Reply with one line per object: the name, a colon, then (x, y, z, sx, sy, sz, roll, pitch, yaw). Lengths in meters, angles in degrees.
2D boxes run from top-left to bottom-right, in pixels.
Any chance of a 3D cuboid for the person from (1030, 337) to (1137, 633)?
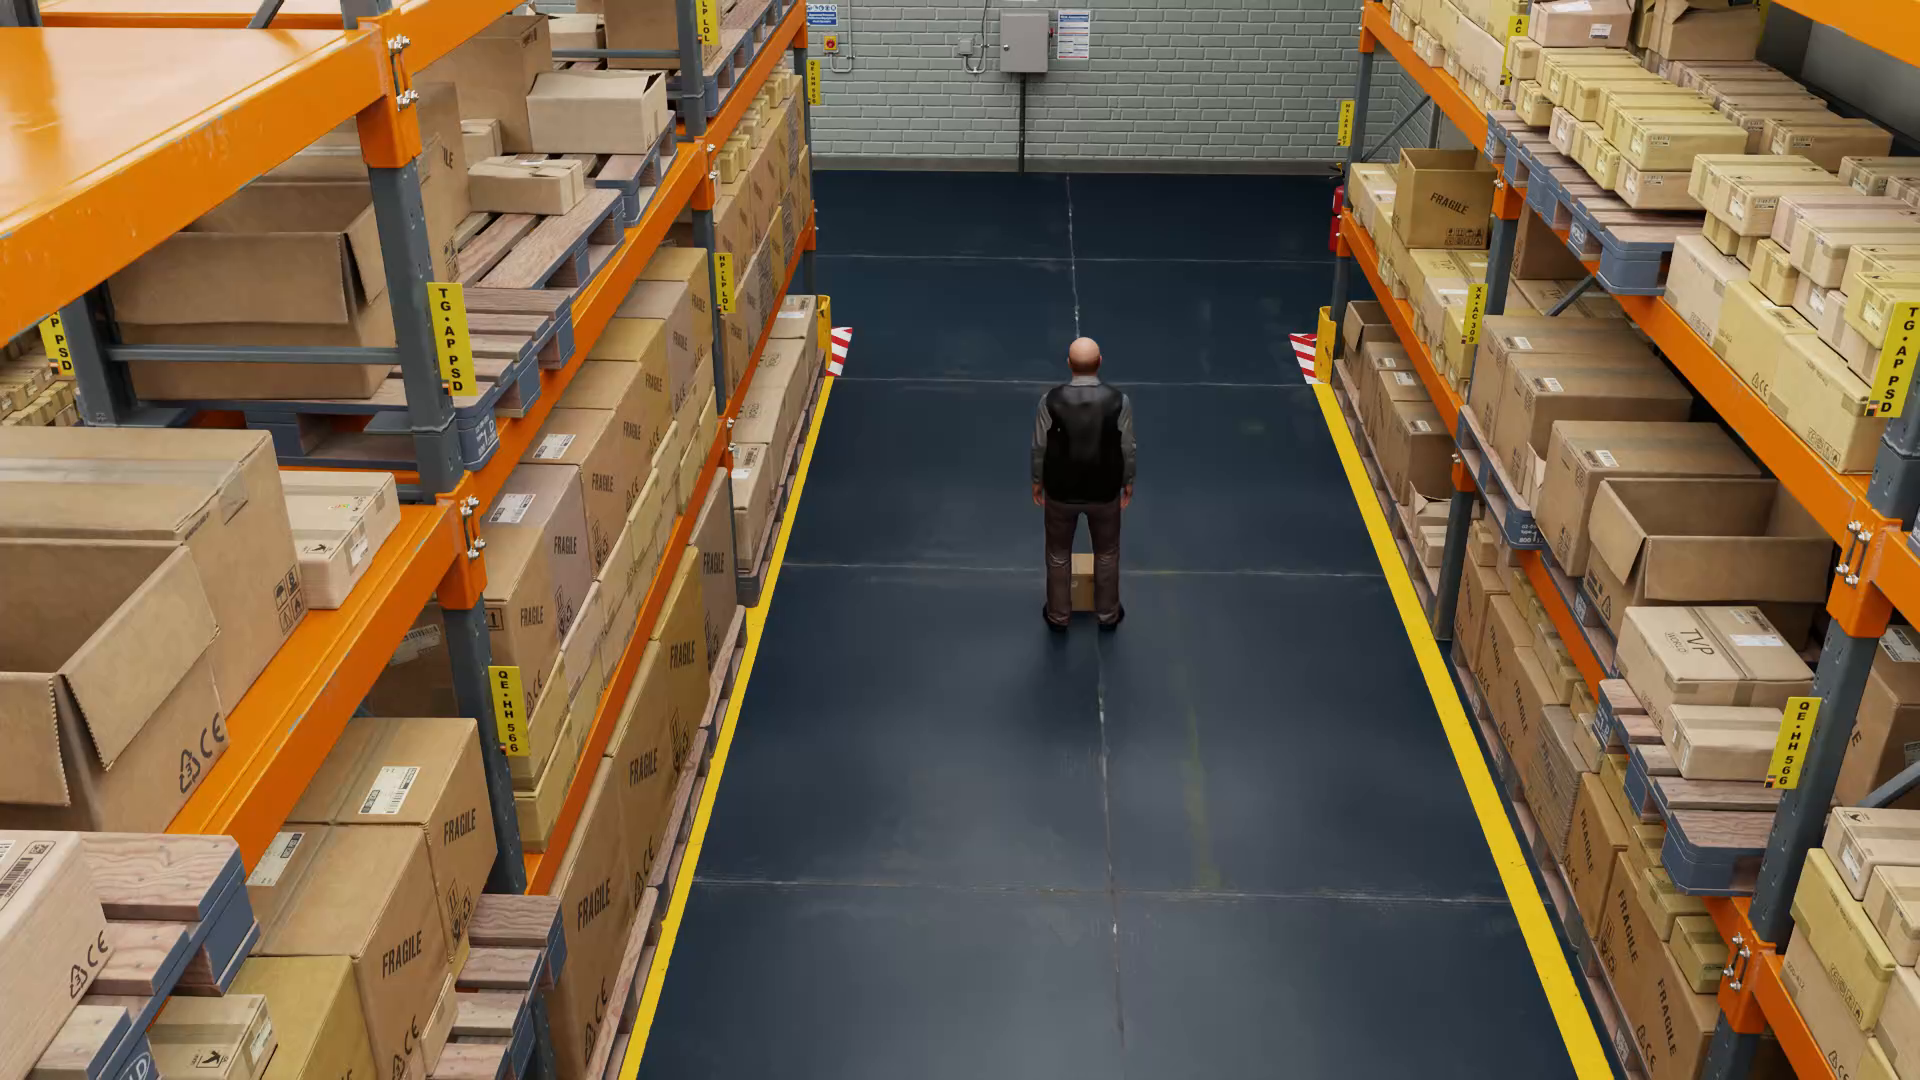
person: (0.676, -0.284, 9.185, 0.581, 1.721, 0.370, 1, 28, 2)
